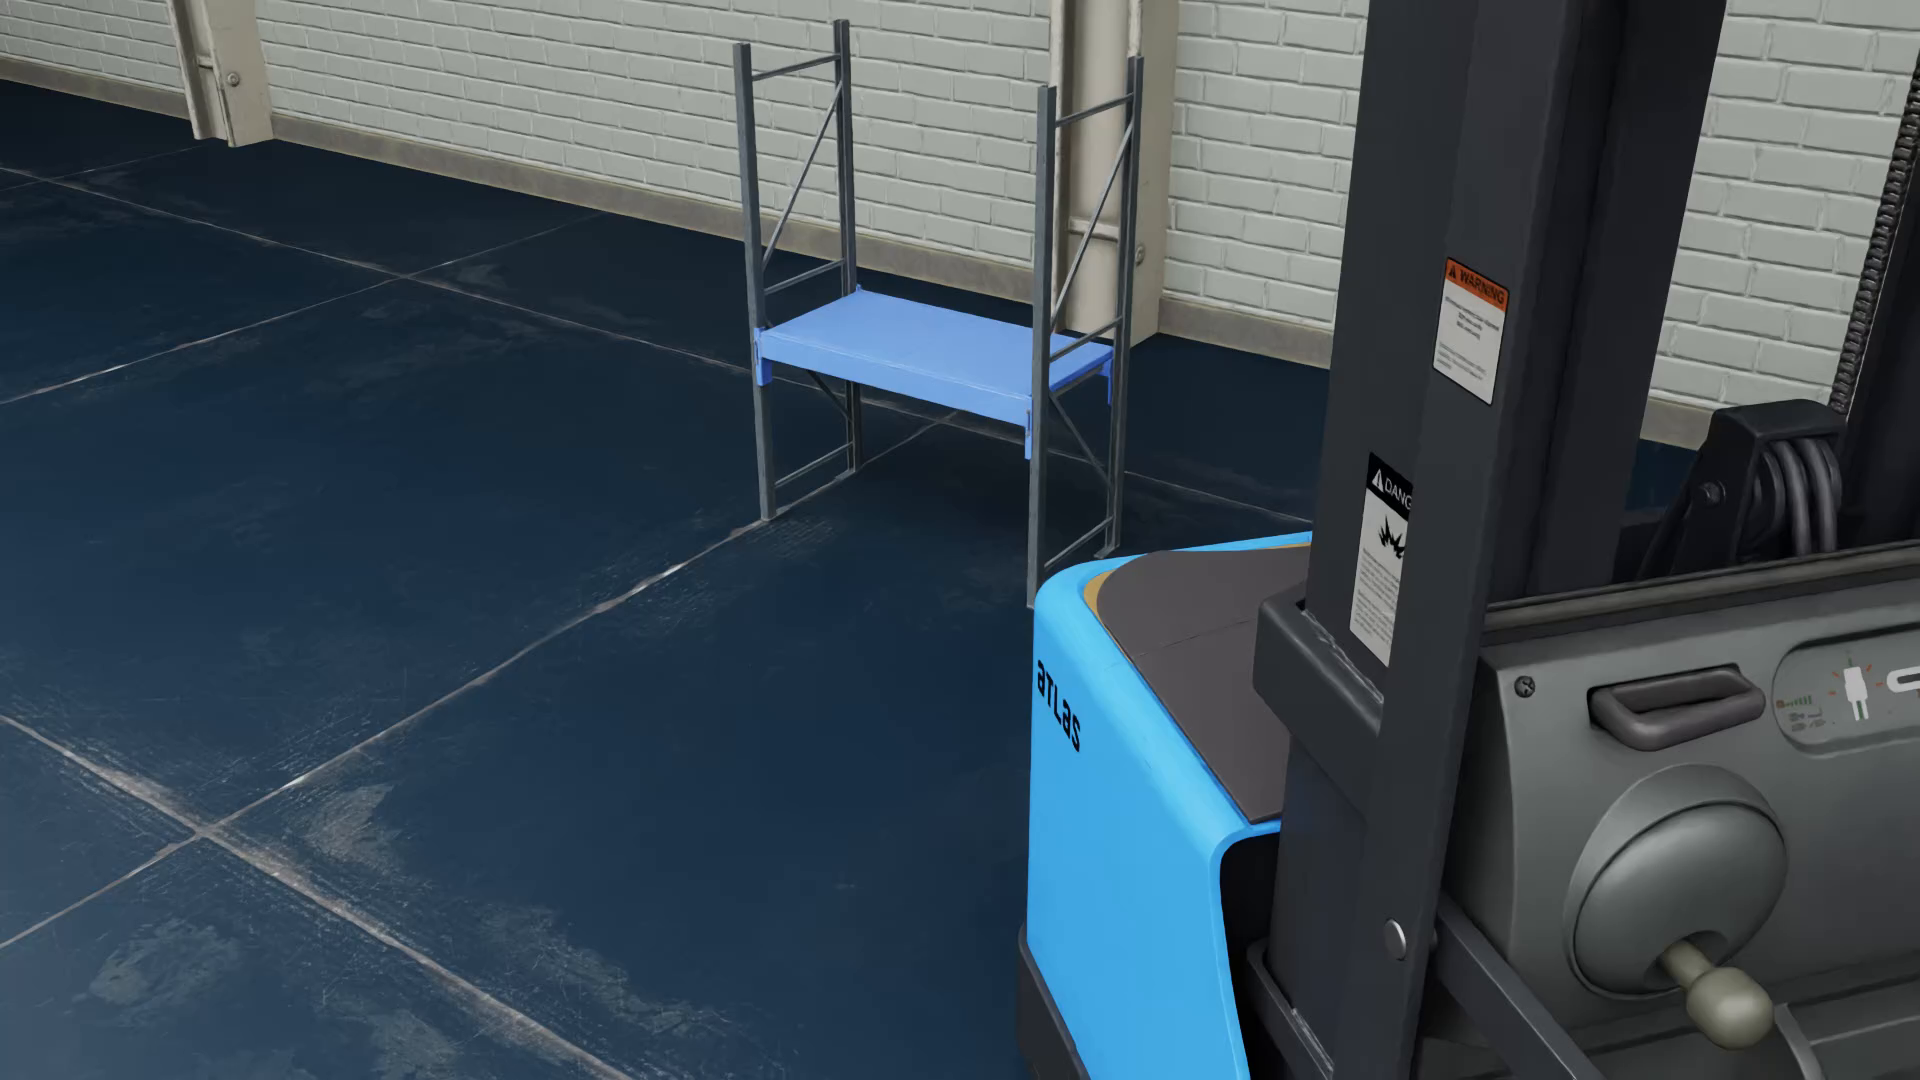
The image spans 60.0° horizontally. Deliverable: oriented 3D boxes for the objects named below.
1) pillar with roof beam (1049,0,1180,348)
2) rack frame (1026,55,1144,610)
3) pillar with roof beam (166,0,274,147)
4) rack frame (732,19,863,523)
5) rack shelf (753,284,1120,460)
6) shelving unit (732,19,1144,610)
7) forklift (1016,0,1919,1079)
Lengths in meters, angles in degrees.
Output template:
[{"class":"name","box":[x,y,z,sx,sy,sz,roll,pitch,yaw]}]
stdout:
[{"class":"pillar with roof beam","box":[-1.843,-3.279,1.771,0.400,9.000,9.100,17,32,30]},{"class":"rack frame","box":[0.349,-0.560,4.696,0.032,1.500,0.500,17,32,30]},{"class":"pillar with roof beam","box":[-6.788,-4.819,4.798,0.400,9.000,9.100,17,32,30]},{"class":"rack frame","box":[-0.489,-0.821,5.209,0.032,1.500,0.500,17,32,30]},{"class":"rack shelf","box":[-0.070,-0.530,5.034,1.000,0.185,0.538,17,32,30]},{"class":"shelving unit","box":[-0.070,-0.690,4.953,1.048,1.500,0.538,17,32,30]},{"class":"forklift","box":[1.007,0.276,1.477,1.130,2.935,3.031,-7,28,-14]}]
